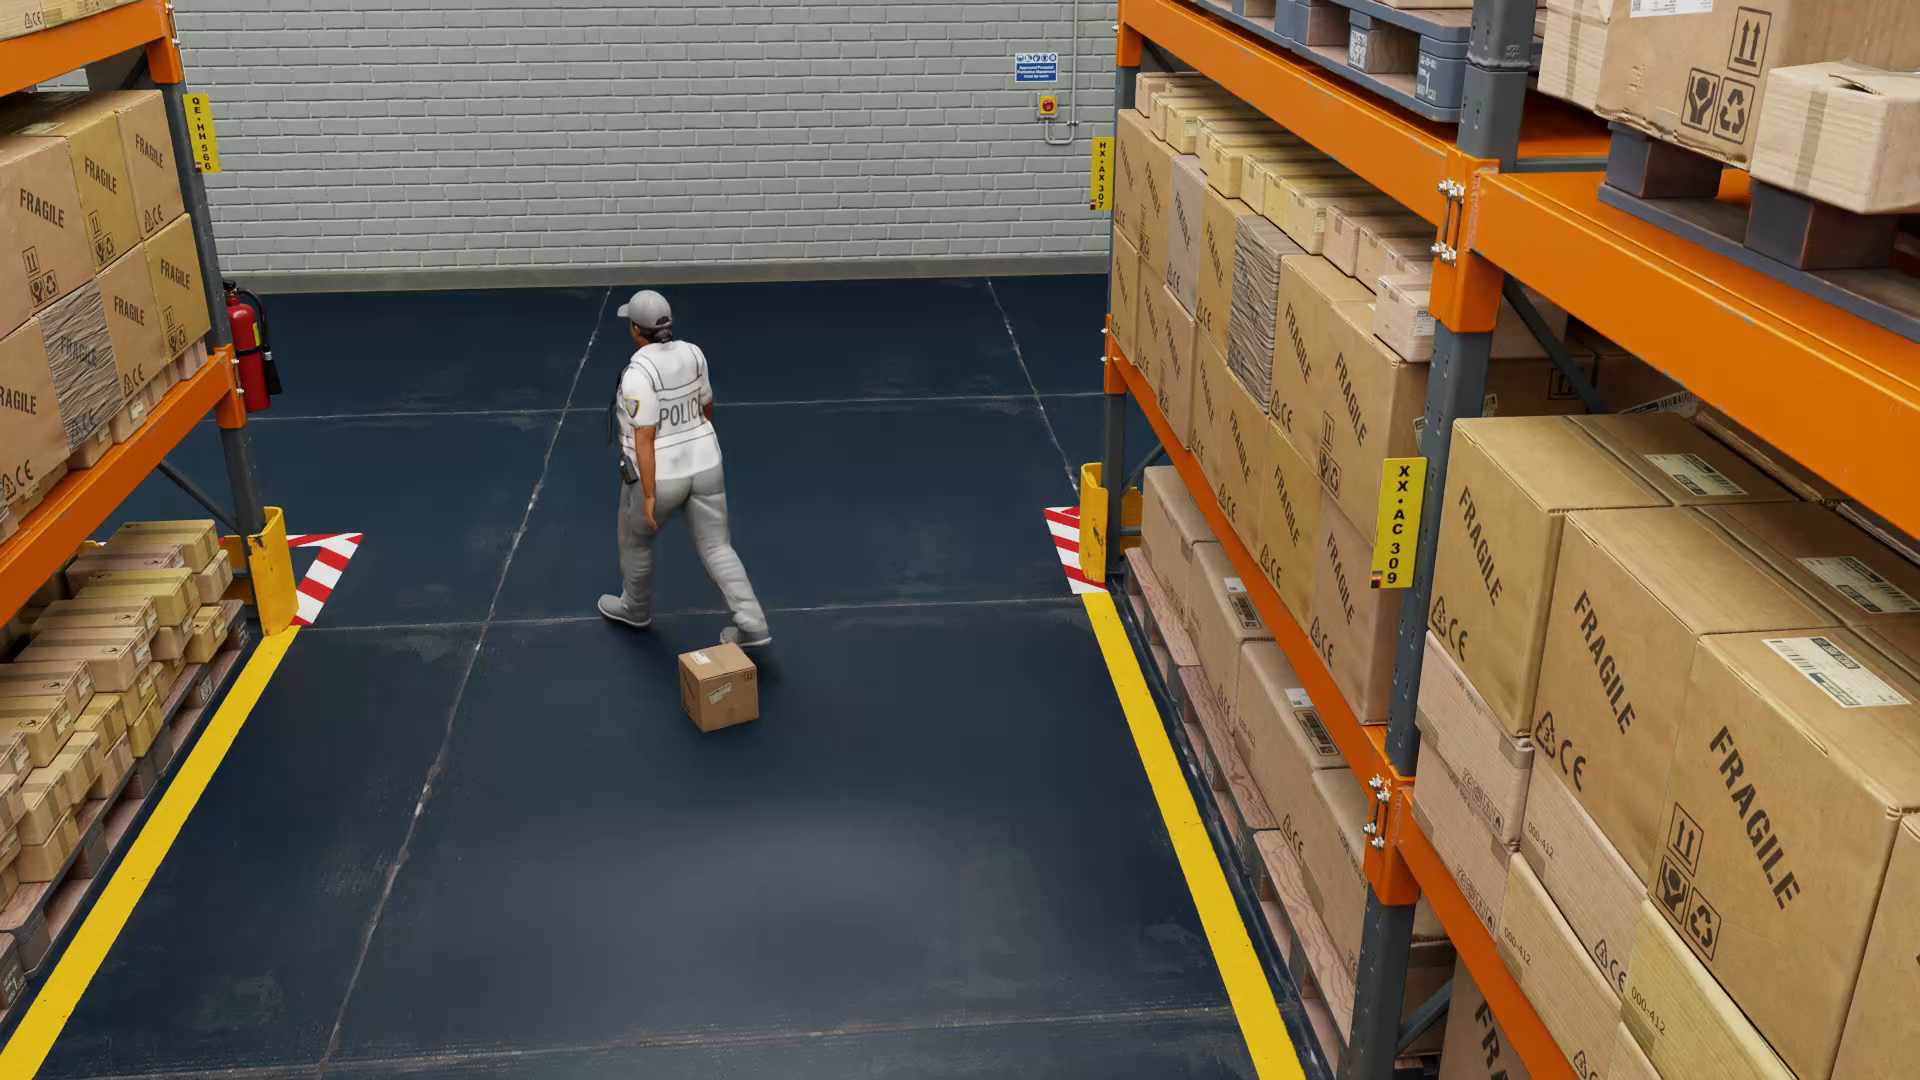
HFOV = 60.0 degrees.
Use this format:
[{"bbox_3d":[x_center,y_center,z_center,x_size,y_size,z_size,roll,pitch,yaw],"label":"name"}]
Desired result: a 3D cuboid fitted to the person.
[{"bbox_3d":[-1.240,-0.297,7.285,1.019,1.609,0.504,21,31,39],"label":"person"}]
